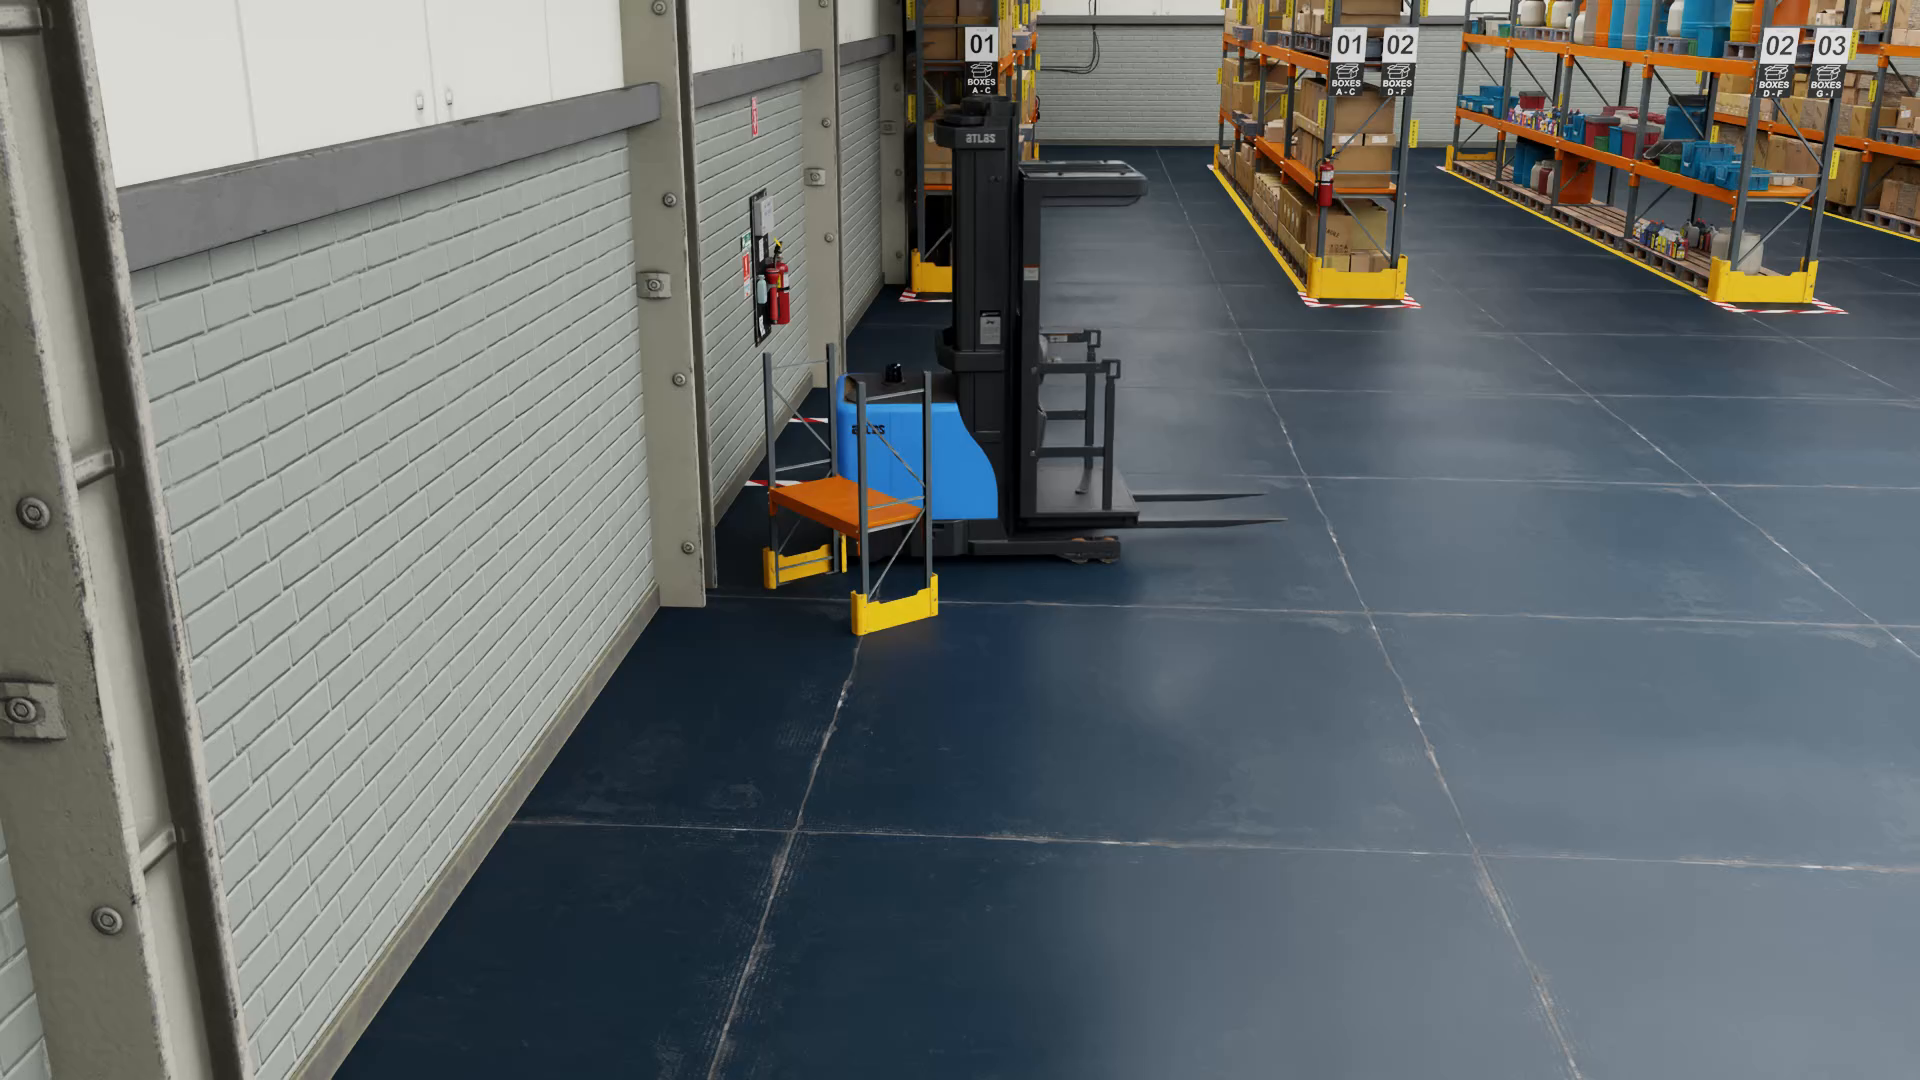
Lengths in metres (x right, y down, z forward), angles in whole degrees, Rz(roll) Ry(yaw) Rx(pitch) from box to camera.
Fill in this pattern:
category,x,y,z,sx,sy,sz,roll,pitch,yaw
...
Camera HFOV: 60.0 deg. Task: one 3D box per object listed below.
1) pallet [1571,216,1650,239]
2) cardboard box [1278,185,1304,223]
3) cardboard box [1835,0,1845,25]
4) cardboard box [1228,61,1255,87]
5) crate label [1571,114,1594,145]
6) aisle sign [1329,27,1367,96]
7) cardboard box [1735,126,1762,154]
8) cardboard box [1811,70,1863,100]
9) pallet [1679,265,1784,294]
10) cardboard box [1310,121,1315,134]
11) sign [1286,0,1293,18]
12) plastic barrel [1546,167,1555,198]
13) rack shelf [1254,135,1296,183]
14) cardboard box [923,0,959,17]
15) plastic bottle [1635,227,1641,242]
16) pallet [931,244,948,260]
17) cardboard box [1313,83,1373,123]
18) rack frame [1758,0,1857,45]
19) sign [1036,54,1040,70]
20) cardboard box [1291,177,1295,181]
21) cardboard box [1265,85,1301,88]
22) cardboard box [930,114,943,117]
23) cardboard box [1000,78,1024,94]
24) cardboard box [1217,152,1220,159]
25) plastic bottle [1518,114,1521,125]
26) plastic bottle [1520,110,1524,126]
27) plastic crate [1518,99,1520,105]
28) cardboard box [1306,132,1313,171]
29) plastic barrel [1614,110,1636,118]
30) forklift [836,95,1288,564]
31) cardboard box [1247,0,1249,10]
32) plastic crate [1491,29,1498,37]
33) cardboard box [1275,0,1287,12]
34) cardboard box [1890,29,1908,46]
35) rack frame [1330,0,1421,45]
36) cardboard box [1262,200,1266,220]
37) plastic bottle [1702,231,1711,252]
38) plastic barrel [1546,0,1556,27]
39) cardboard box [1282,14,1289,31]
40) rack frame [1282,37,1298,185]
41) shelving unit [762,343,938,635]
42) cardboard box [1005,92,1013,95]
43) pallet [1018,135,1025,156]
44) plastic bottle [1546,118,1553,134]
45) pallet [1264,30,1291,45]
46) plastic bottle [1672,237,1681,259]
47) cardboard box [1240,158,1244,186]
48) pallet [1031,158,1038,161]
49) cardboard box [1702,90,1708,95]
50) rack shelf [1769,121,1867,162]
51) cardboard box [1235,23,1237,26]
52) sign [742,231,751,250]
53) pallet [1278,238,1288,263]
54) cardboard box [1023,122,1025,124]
category,x,y,z,sx,sy,sz,roll,pitch,yaw
pallet,10.238,-4.891,26.010,1.003,0.211,1.213,1,18,4
cardboard box,4.850,-4.815,23.838,0.500,0.500,0.500,1,18,4
cardboard box,15.488,-9.032,28.512,0.797,0.503,0.637,1,18,3
cardboard box,5.655,-9.345,33.359,0.500,0.500,0.500,1,18,3
crate label,10.081,-6.548,26.532,0.502,0.435,0.616,1,18,4
aisle sign,4.611,-5.682,19.772,0.394,0.787,0.004,1,18,4
cardboard box,15.841,-7.638,32.653,0.875,0.875,0.875,1,18,4
cardboard box,15.551,-8.078,29.487,0.797,0.503,0.637,1,18,5
pallet,9.871,-3.301,21.157,1.003,0.211,1.213,1,18,4
cardboard box,4.875,-5.498,22.184,0.380,0.149,0.250,1,18,3
sign,4.653,-7.533,23.441,0.100,0.325,0.005,1,18,4
plastic barrel,10.392,-6.180,28.789,0.421,0.512,0.421,0,18,0
rack shelf,5.339,-5.982,26.018,1.077,0.370,4.000,1,18,4
cardboard box,-0.263,-6.667,20.338,0.500,0.500,0.500,2,18,6
plastic bottle,9.668,-4.350,23.668,0.097,0.201,0.097,0,18,0
pallet,0.156,-3.898,22.980,1.003,0.211,1.213,1,18,4
cardboard box,5.062,-5.761,21.944,0.700,0.500,0.500,1,18,4
rack frame,9.849,-7.200,18.944,1.000,3.000,0.127,1,18,4
sign,1.655,-10.186,35.451,0.100,0.325,0.005,1,18,4
cardboard box,5.659,-5.775,27.071,0.500,0.311,0.500,1,18,3
cardboard box,5.704,-7.885,29.833,0.700,0.500,0.500,-3,18,-10
cardboard box,-0.132,-5.333,21.884,0.500,0.500,0.500,1,18,2
cardboard box,0.833,-7.754,28.394,0.500,0.250,0.500,2,18,5
cardboard box,5.683,-8.162,35.386,0.380,0.149,0.250,1,18,4
plastic bottle,10.227,-7.667,30.323,0.097,0.201,0.097,0,18,0
plastic bottle,10.194,-7.640,30.110,0.061,0.283,0.133,1,18,4
plastic crate,11.002,-8.518,32.696,0.437,0.282,0.530,1,18,4
cardboard box,5.099,-5.293,22.598,0.700,0.500,0.500,2,18,5
plastic barrel,10.562,-6.562,26.453,0.421,0.512,0.421,0,18,0
forklift,0.673,-1.403,10.997,3.031,2.935,1.130,-1,18,-3
cardboard box,5.766,-10.287,31.418,0.700,0.500,0.500,1,18,4
plastic crate,10.421,-9.779,32.057,0.293,0.136,0.466,1,18,4
cardboard box,5.520,-9.029,27.576,0.500,0.500,0.500,1,18,4
cardboard box,15.075,-7.937,26.251,0.500,0.250,0.500,2,18,5
rack frame,4.909,-7.311,19.285,1.000,3.000,0.127,1,18,4
cardboard box,5.048,-5.205,26.232,0.500,0.250,0.500,2,18,5
plastic bottle,10.218,-4.095,22.758,0.061,0.283,0.133,1,18,4
plastic barrel,10.846,-9.502,29.811,0.600,0.588,0.600,0,18,0
cardboard box,5.506,-8.357,26.858,0.500,0.250,0.500,0,18,0
rack frame,5.195,-5.703,24.010,1.000,3.000,0.127,1,18,4
shelving unit,-0.687,-0.341,10.056,0.587,1.500,1.083,-13,22,-35
cardboard box,0.517,-7.165,27.605,0.700,0.500,0.500,-1,18,-3
pallet,0.454,-5.955,25.088,1.003,0.211,1.213,1,18,4
plastic bottle,10.083,-7.075,28.404,0.097,0.271,0.097,0,18,0
pallet,5.523,-8.068,26.714,1.213,0.211,1.003,2,18,6
plastic bottle,9.533,-3.884,22.115,0.061,0.283,0.133,2,18,5
cardboard box,5.421,-6.743,30.492,0.500,0.500,0.500,2,18,5
pallet,1.135,-7.964,35.389,1.003,0.211,1.213,1,18,4
cardboard box,15.632,-9.135,34.246,0.500,0.250,0.500,1,18,2
rack shelf,15.506,-7.002,29.131,1.077,0.370,4.000,1,18,4
cardboard box,5.585,-9.854,32.101,0.500,0.250,0.500,1,18,4
sign,-1.624,-2.277,12.647,0.001,0.109,0.331,1,18,4
pallet,5.097,-4.132,23.693,1.003,0.211,1.213,1,18,4
cardboard box,0.926,-7.201,28.952,0.380,0.149,0.250,2,18,6
